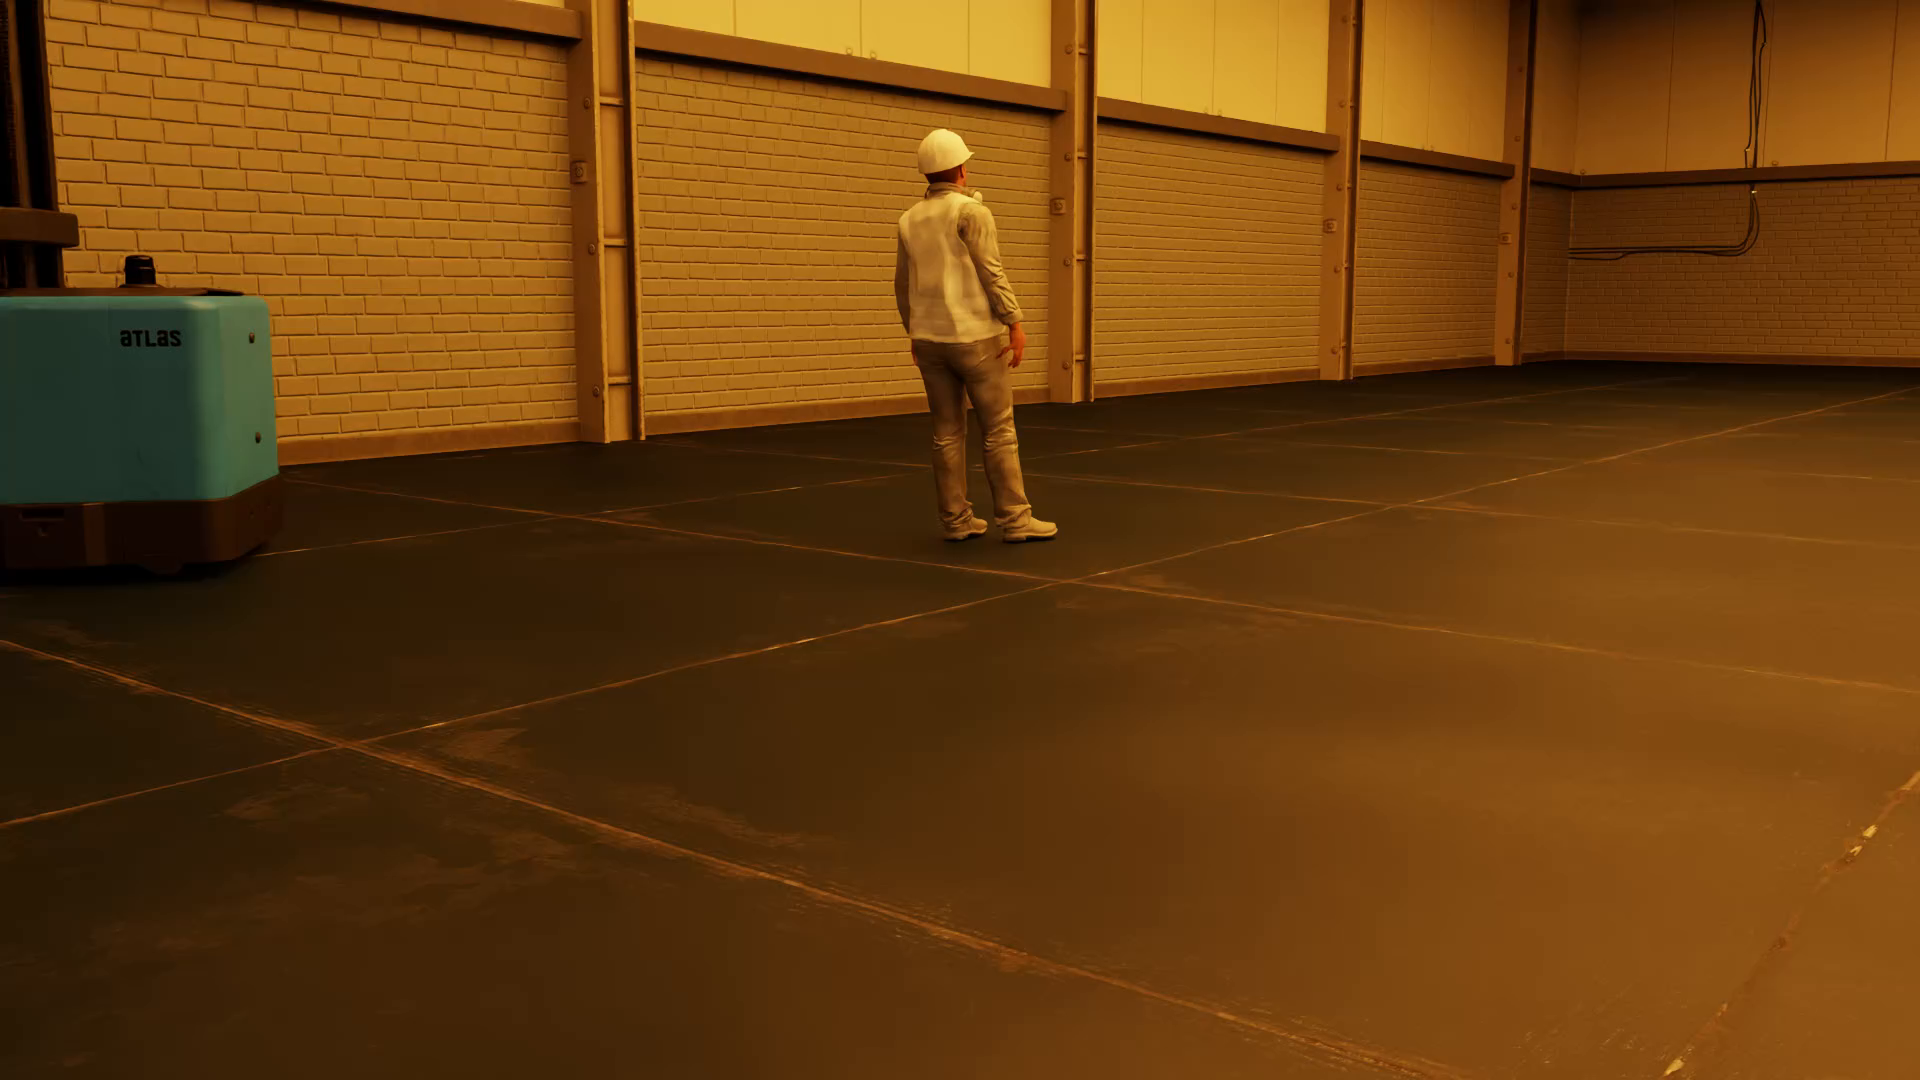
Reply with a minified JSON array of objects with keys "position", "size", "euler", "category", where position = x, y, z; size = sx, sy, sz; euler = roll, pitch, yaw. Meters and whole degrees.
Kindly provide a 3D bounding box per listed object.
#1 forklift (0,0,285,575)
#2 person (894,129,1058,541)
[{"position":[-4.357,-1.330,6.368],"size":[3.031,2.935,1.130],"euler":[-1,8,-10],"category":"forklift"},{"position":[0.045,-0.892,7.320],"size":[0.634,1.775,0.566],"euler":[7,11,38],"category":"person"}]
